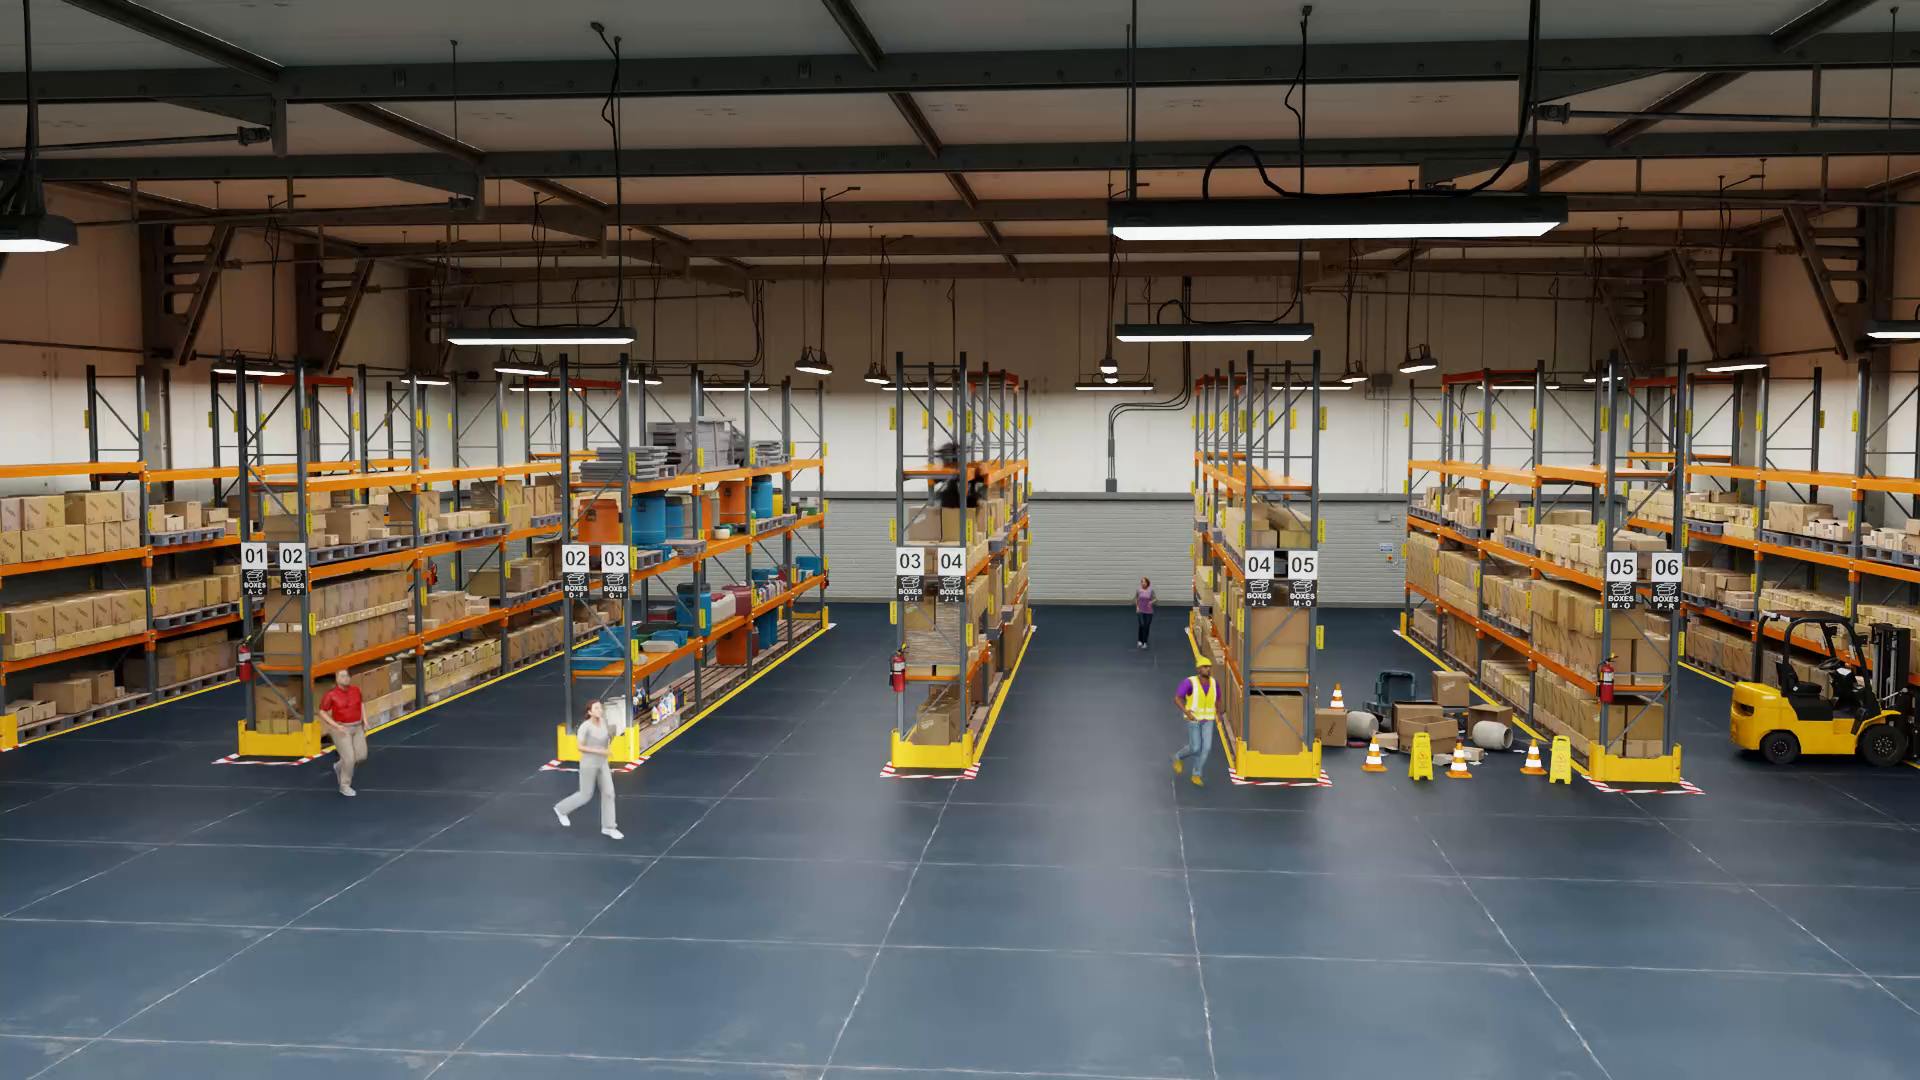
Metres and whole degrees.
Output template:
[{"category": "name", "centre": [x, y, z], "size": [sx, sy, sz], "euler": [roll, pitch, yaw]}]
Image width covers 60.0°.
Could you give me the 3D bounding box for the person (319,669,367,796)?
[{"category": "person", "centre": [-8.296, 2.575, 22.419], "size": [0.564, 1.697, 0.661], "euler": [3, 5, 35]}]

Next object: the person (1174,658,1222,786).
[{"category": "person", "centre": [3.347, 2.511, 23.154], "size": [0.719, 1.746, 0.656], "euler": [-1, 4, -19]}]

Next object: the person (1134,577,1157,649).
[{"category": "person", "centre": [4.075, 1.625, 36.560], "size": [0.510, 1.570, 0.647], "euler": [1, 4, 8]}]

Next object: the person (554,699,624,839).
[{"category": "person", "centre": [-4.440, 2.745, 20.107], "size": [0.900, 1.675, 0.577], "euler": [2, 5, 30]}]
